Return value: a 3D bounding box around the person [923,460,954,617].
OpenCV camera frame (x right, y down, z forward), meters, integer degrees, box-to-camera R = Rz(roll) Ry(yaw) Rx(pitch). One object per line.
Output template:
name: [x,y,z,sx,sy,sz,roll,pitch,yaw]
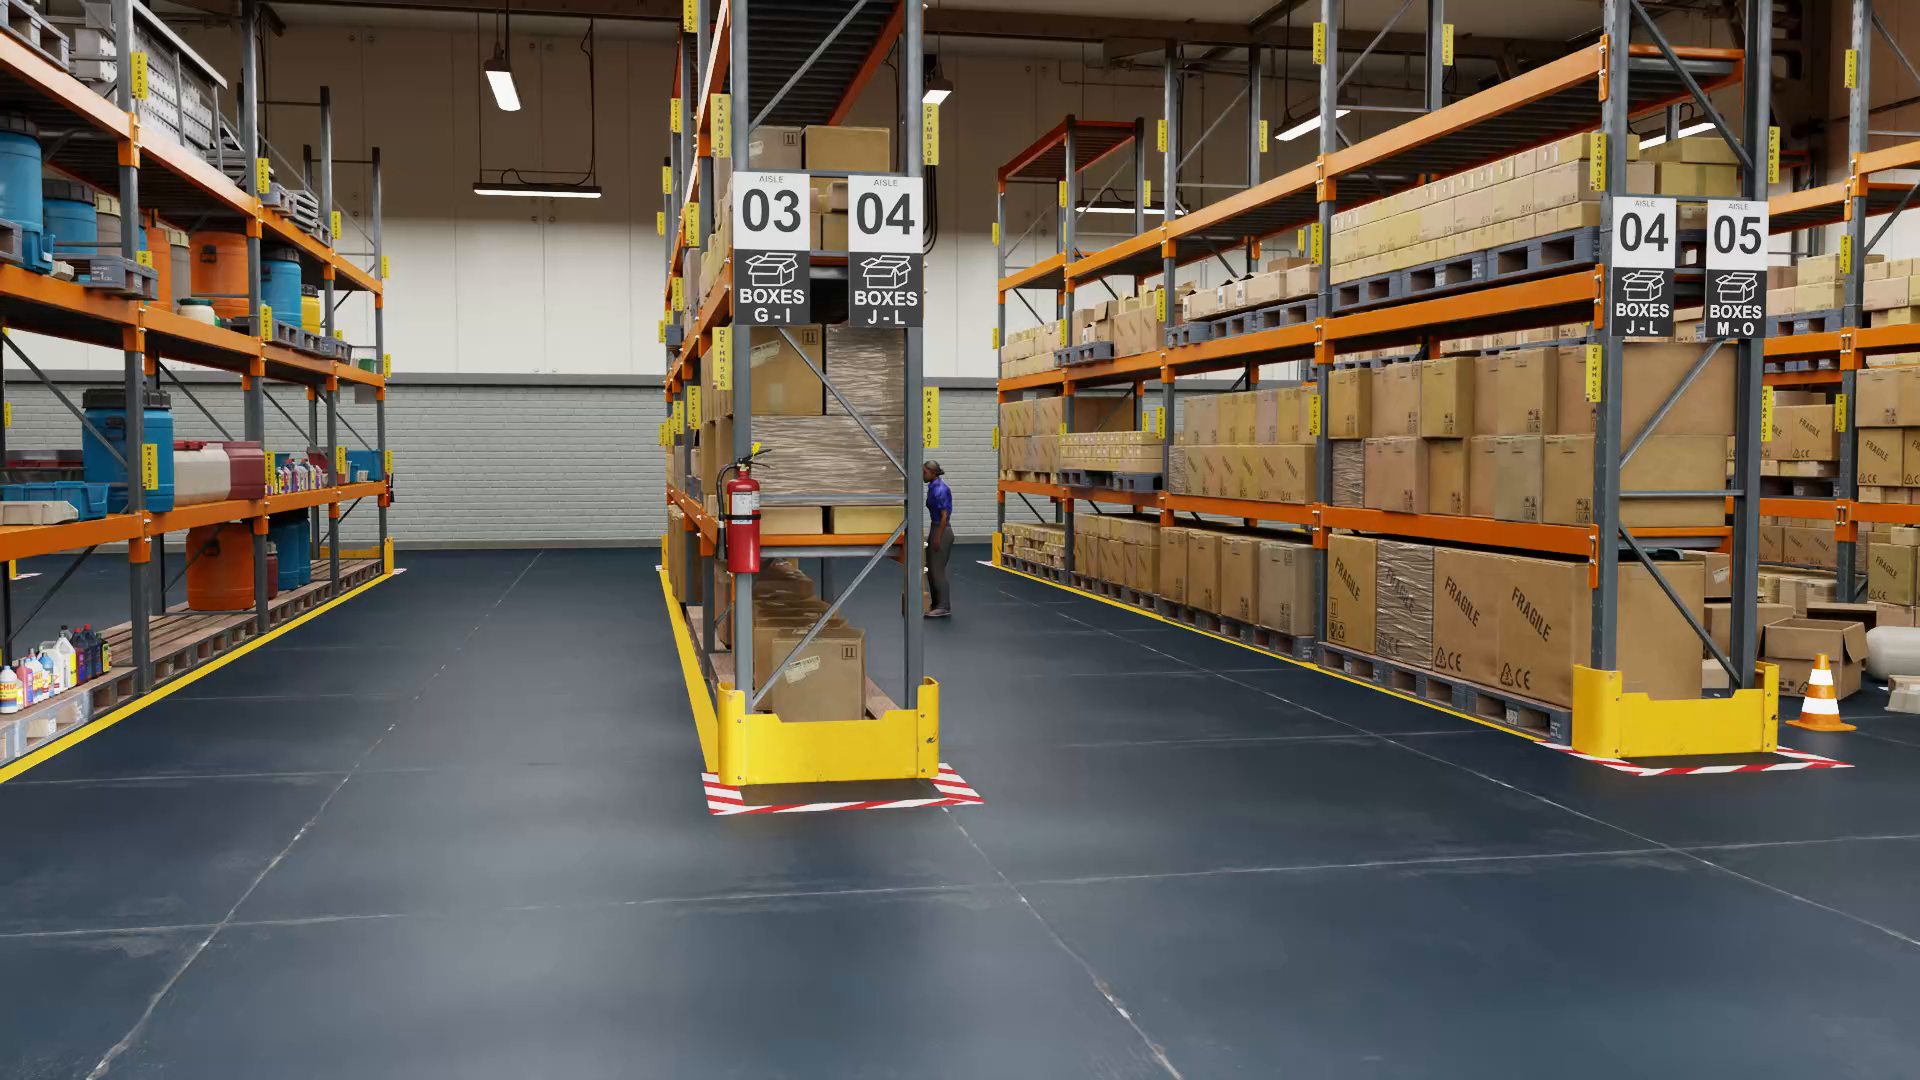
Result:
person: [-0.243,-0.024,17.619,0.346,1.655,0.506,-1,3,-11]
